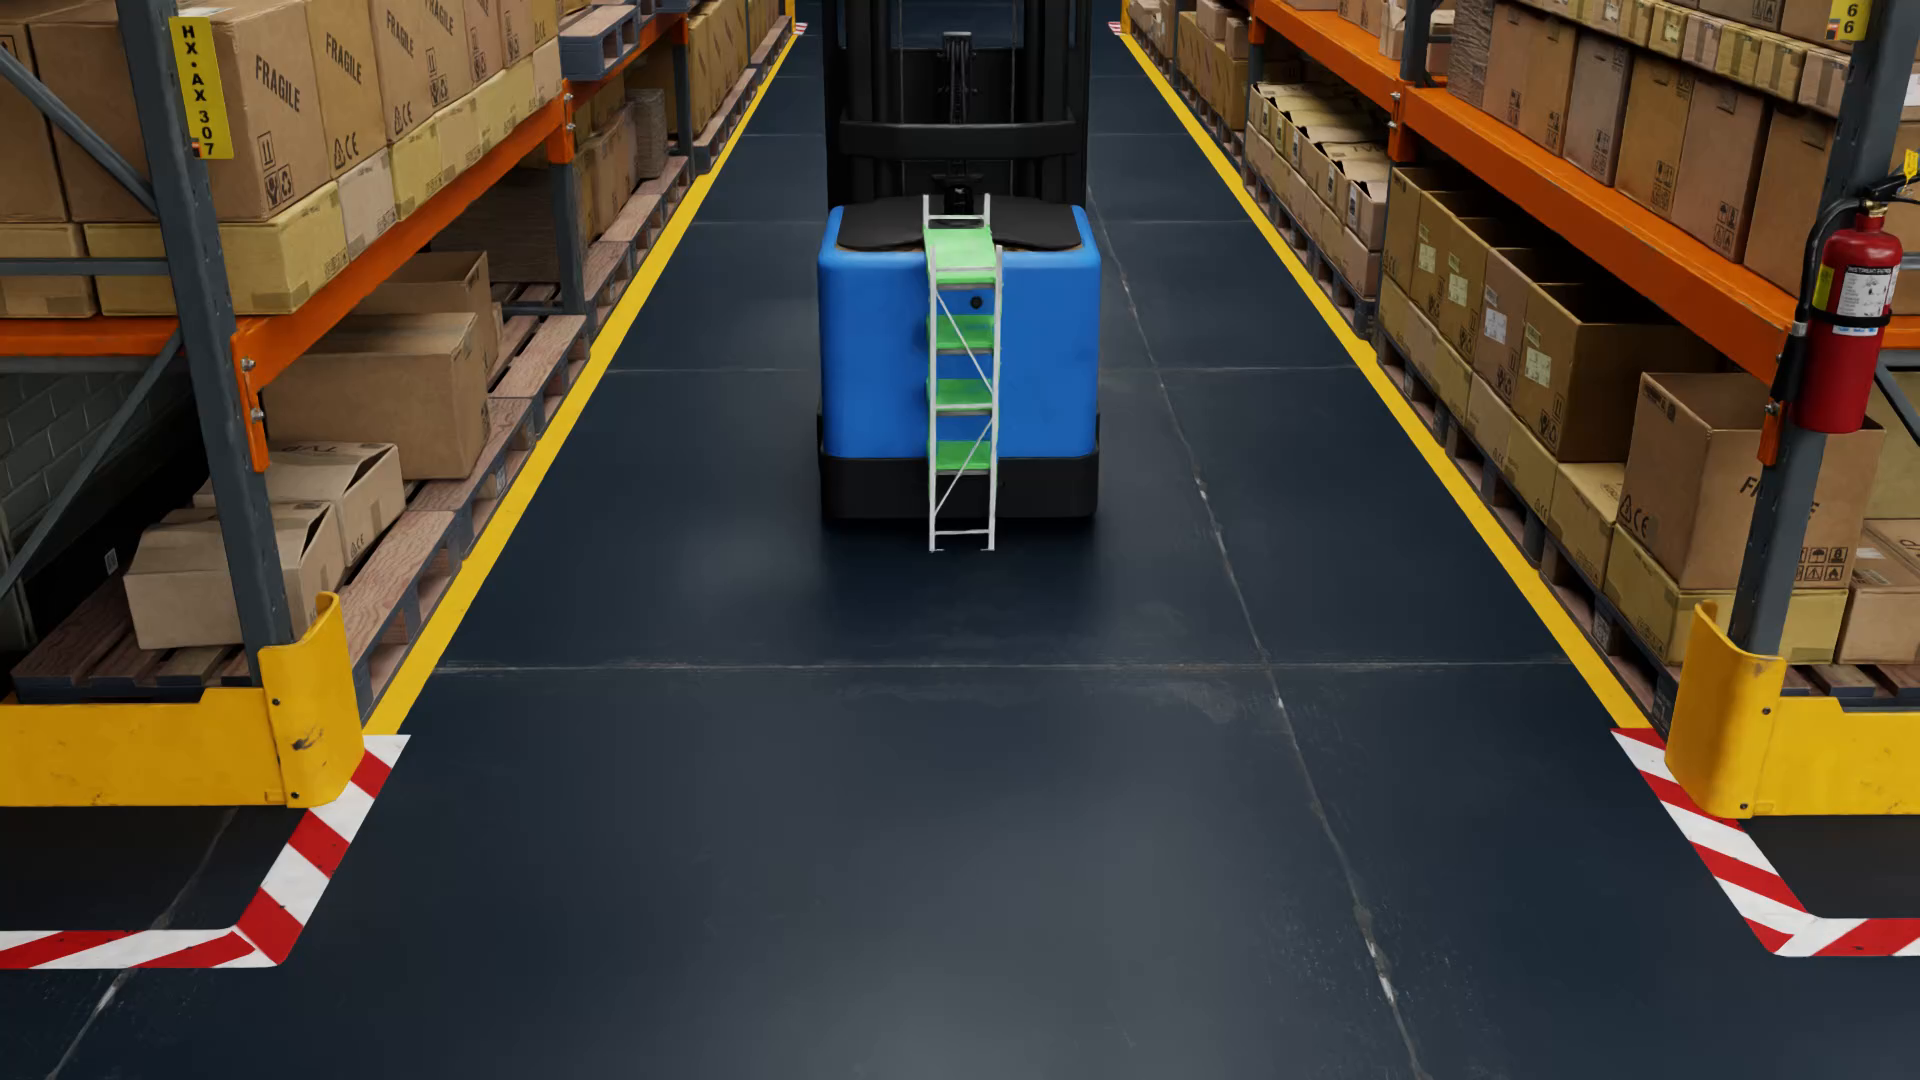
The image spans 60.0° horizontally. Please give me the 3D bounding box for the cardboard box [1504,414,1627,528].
[{"bbox_3d":[2.302,-0.256,6.003,0.500,0.250,0.500,0,24,-1],"label":"cardboard box"}]

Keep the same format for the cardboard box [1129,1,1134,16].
[{"bbox_3d":[2.114,-6.006,18.816,0.380,0.149,0.250,0,24,-1],"label":"cardboard box"}]

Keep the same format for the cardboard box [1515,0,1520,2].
[{"bbox_3d":[2.405,-2.246,6.667,0.380,0.149,0.250,0,24,-1],"label":"cardboard box"}]

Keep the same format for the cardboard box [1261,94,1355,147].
[{"bbox_3d":[2.267,-2.743,10.821,0.500,0.311,0.500,-1,24,-2],"label":"cardboard box"}]

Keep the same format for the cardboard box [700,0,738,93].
[{"bbox_3d":[-2.307,-4.185,13.963,0.750,0.750,0.750,0,24,1],"label":"cardboard box"}]

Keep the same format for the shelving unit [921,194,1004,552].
[{"bbox_3d":[-0.003,-0.597,6.060,0.258,1.200,0.503,-1,32,-4],"label":"shelving unit"}]

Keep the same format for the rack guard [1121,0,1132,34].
[{"bbox_3d":[2.454,-6.109,19.150,1.175,0.500,0.348,0,24,-1],"label":"rack guard"}]

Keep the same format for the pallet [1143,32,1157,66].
[{"bbox_3d":[2.474,-5.147,17.375,1.003,0.211,1.213,0,24,-1],"label":"pallet"}]

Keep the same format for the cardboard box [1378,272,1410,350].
[{"bbox_3d":[2.286,-1.080,7.826,0.500,0.250,0.500,0,24,-1],"label":"cardboard box"}]

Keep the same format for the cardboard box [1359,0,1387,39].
[{"bbox_3d":[2.581,-3.120,9.387,0.500,0.500,0.500,0,24,0],"label":"cardboard box"}]

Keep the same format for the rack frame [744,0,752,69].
[{"bbox_3d":[-2.456,-5.607,15.007,1.000,3.000,0.127,0,24,-1],"label":"rack frame"}]

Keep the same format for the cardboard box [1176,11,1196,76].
[{"bbox_3d":[2.259,-4.492,15.041,0.500,0.500,0.500,-1,24,-3],"label":"cardboard box"}]

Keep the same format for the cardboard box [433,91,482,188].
[{"bbox_3d":[-2.036,-1.438,5.946,0.500,0.250,0.500,0,24,0],"label":"cardboard box"}]

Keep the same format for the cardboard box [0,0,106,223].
[{"bbox_3d":[-2.543,-1.138,4.374,0.500,0.500,0.500,-1,24,-1],"label":"cardboard box"}]

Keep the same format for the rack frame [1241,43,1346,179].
[{"bbox_3d":[2.541,-3.983,11.416,1.000,3.000,0.127,0,24,-1],"label":"rack frame"}]

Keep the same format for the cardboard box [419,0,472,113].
[{"bbox_3d":[-2.042,-1.772,5.776,0.500,0.500,0.500,0,24,1],"label":"cardboard box"}]

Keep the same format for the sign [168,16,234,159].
[{"bbox_3d":[-1.783,-1.059,3.901,0.100,0.325,0.005,0,24,-1],"label":"sign"}]

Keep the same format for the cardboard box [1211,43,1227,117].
[{"bbox_3d":[2.291,-3.642,13.161,0.500,0.500,0.500,-1,24,-2],"label":"cardboard box"}]

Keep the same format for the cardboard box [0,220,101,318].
[{"bbox_3d":[-2.524,-0.795,4.525,0.500,0.250,0.500,0,24,0],"label":"cardboard box"}]

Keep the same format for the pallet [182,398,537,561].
[{"bbox_3d":[-2.310,-0.259,6.567,1.003,0.211,1.213,0,24,-1],"label":"pallet"}]

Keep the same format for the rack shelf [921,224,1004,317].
[{"bbox_3d":[0.002,-0.951,5.842,0.258,0.148,0.480,-1,32,-4],"label":"rack shelf"}]

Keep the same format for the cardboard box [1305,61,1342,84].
[{"bbox_3d":[2.822,-3.233,12.258,0.500,0.500,0.500,1,24,2],"label":"cardboard box"}]

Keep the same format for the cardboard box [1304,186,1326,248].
[{"bbox_3d":[2.280,-1.862,9.553,0.500,0.250,0.500,0,24,1],"label":"cardboard box"}]

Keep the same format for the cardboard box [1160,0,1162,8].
[{"bbox_3d":[2.471,-5.468,17.195,0.797,0.503,0.637,0,24,-1],"label":"cardboard box"}]

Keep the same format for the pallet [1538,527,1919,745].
[{"bbox_3d":[2.578,0.270,5.398,1.003,0.211,1.213,0,24,-1],"label":"pallet"}]

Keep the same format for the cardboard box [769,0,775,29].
[{"bbox_3d":[-2.387,-5.813,17.988,0.700,0.500,0.500,0,24,-1],"label":"cardboard box"}]

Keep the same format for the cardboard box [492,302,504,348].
[{"bbox_3d":[-2.333,-1.000,7.725,0.380,0.166,0.250,-3,25,-7],"label":"cardboard box"}]

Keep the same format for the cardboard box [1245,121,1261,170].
[{"bbox_3d":[2.253,-2.704,11.415,0.500,0.250,0.500,0,24,-1],"label":"cardboard box"}]

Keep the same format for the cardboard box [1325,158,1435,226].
[{"bbox_3d":[2.281,-1.908,8.976,0.500,0.311,0.500,0,24,1],"label":"cardboard box"}]

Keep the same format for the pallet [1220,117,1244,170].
[{"bbox_3d":[2.570,-3.020,12.671,1.003,0.211,1.213,0,24,-1],"label":"pallet"}]

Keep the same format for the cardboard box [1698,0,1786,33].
[{"bbox_3d":[2.624,-1.754,4.792,0.700,0.500,0.500,-1,24,-2],"label":"cardboard box"}]

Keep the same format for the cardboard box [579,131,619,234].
[{"bbox_3d":[-2.415,-2.098,9.749,0.700,0.500,0.500,0,24,0],"label":"cardboard box"}]

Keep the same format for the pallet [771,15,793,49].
[{"bbox_3d":[-2.413,-5.655,18.499,1.003,0.211,1.213,0,24,-1],"label":"pallet"}]

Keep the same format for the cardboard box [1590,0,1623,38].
[{"bbox_3d":[2.414,-1.823,5.732,0.380,0.149,0.250,-1,24,-1],"label":"cardboard box"}]

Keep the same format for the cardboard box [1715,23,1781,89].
[{"bbox_3d":[2.426,-1.397,4.790,0.380,0.149,0.250,-1,24,-1],"label":"cardboard box"}]

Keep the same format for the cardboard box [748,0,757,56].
[{"bbox_3d":[-2.362,-4.968,16.118,0.700,0.500,0.500,0,24,0],"label":"cardboard box"}]

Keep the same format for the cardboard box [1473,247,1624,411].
[{"bbox_3d":[2.295,-0.804,6.304,0.500,0.500,0.500,0,24,-1],"label":"cardboard box"}]

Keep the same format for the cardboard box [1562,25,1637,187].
[{"bbox_3d":[2.616,-1.562,5.942,0.700,0.500,0.500,0,24,1],"label":"cardboard box"}]

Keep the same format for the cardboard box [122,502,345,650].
[{"bbox_3d":[-2.243,0.077,5.169,0.500,0.311,0.500,-3,25,-7],"label":"cardboard box"}]

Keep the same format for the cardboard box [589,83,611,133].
[{"bbox_3d":[-2.398,-2.618,9.989,0.500,0.250,0.500,0,24,-1],"label":"cardboard box"}]

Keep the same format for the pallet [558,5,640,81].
[{"bbox_3d":[-2.232,-2.539,8.456,1.003,0.211,1.213,0,24,-1],"label":"pallet"}]

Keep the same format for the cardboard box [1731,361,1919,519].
[{"bbox_3d":[2.837,-0.394,5.399,0.500,0.500,0.500,0,24,-1],"label":"cardboard box"}]

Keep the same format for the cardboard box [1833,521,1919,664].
[{"bbox_3d":[2.845,0.154,5.098,0.500,0.250,0.500,0,24,-1],"label":"cardboard box"}]

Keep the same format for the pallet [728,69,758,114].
[{"bbox_3d":[-2.372,-4.019,14.880,1.003,0.211,1.213,0,24,-1],"label":"pallet"}]

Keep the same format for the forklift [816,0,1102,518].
[{"bbox_3d":[-0.017,-1.976,7.062,1.130,2.935,3.031,0,24,-1],"label":"forklift"}]

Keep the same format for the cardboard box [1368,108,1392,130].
[{"bbox_3d":[2.808,-2.540,10.372,0.500,0.311,0.500,0,24,-1],"label":"cardboard box"}]

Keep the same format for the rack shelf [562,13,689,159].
[{"bbox_3d":[-2.391,-2.807,9.689,1.077,0.370,4.000,0,24,-1],"label":"rack shelf"}]
